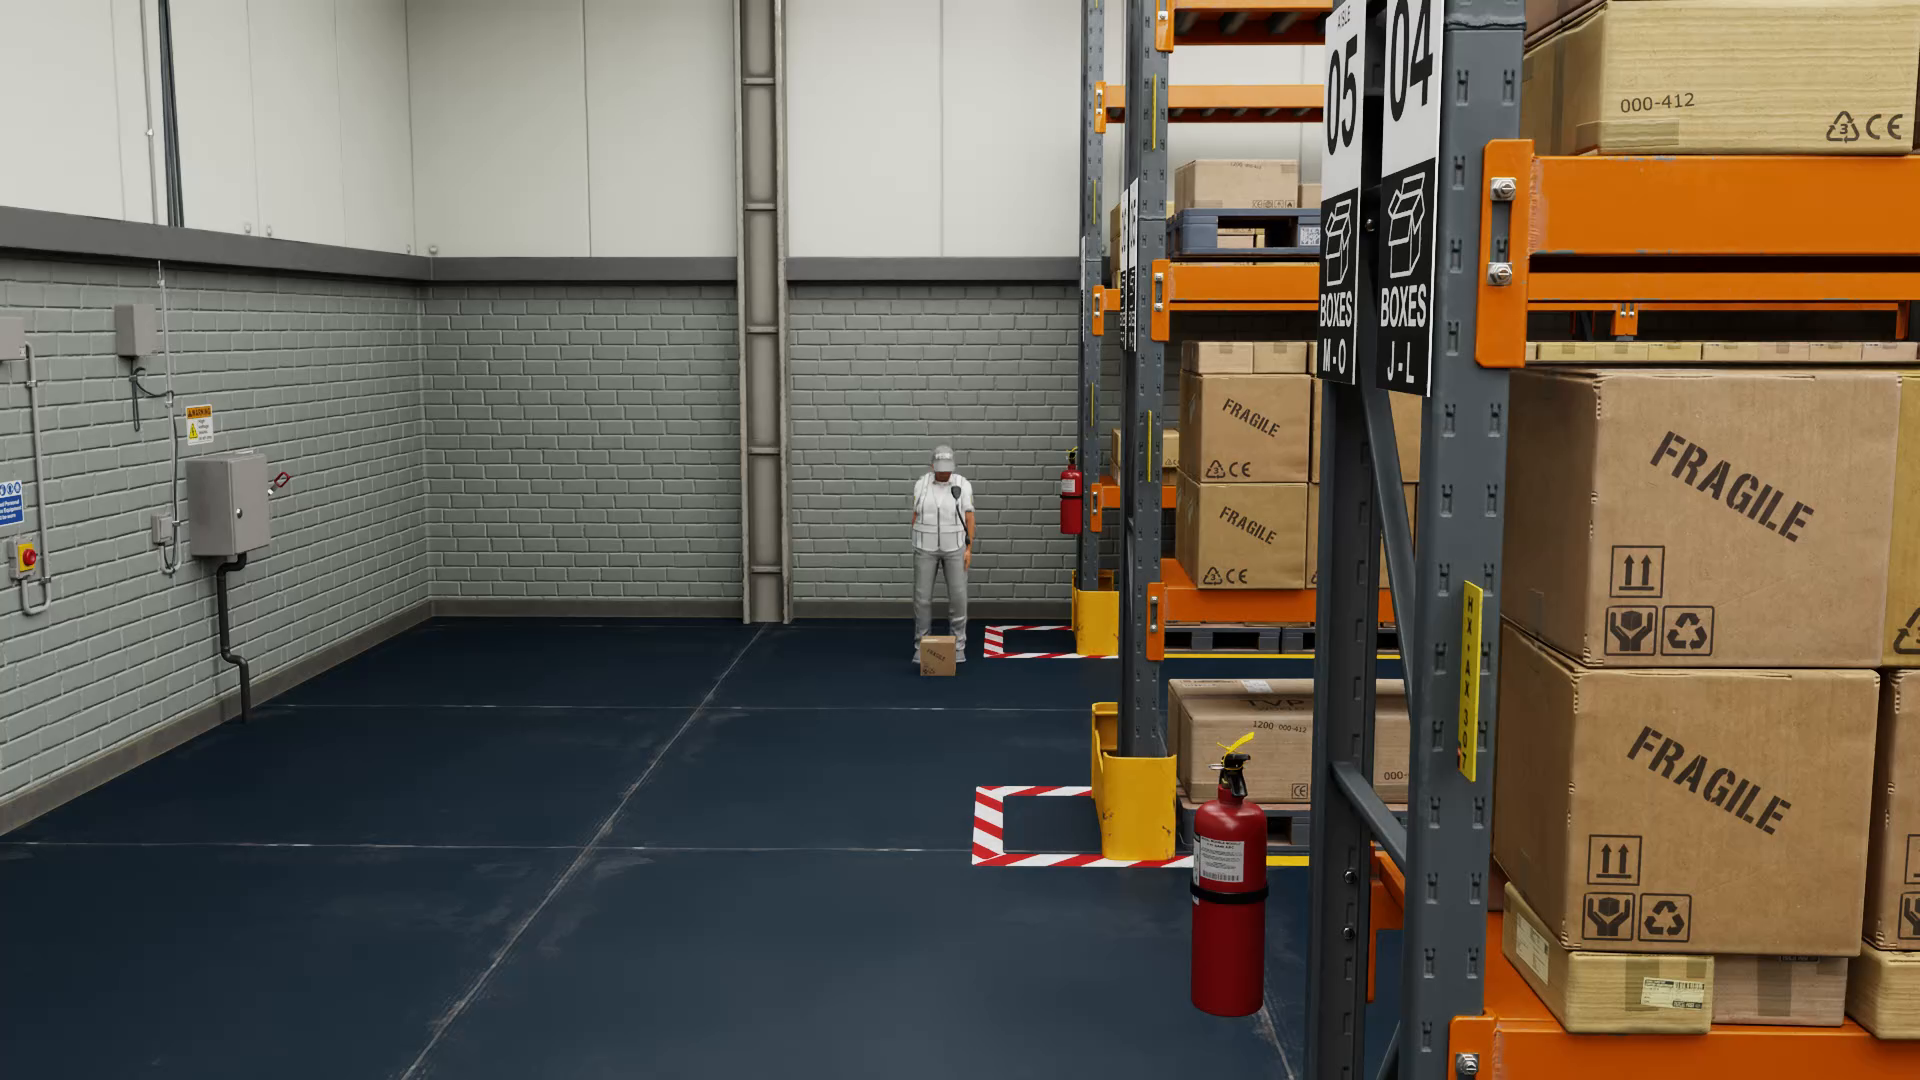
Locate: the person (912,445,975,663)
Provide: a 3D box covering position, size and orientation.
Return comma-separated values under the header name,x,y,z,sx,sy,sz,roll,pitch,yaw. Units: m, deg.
name,x,y,z,sx,sy,sz,roll,pitch,yaw
person,-0.126,0.103,12.575,0.478,1.649,0.409,0,7,2
